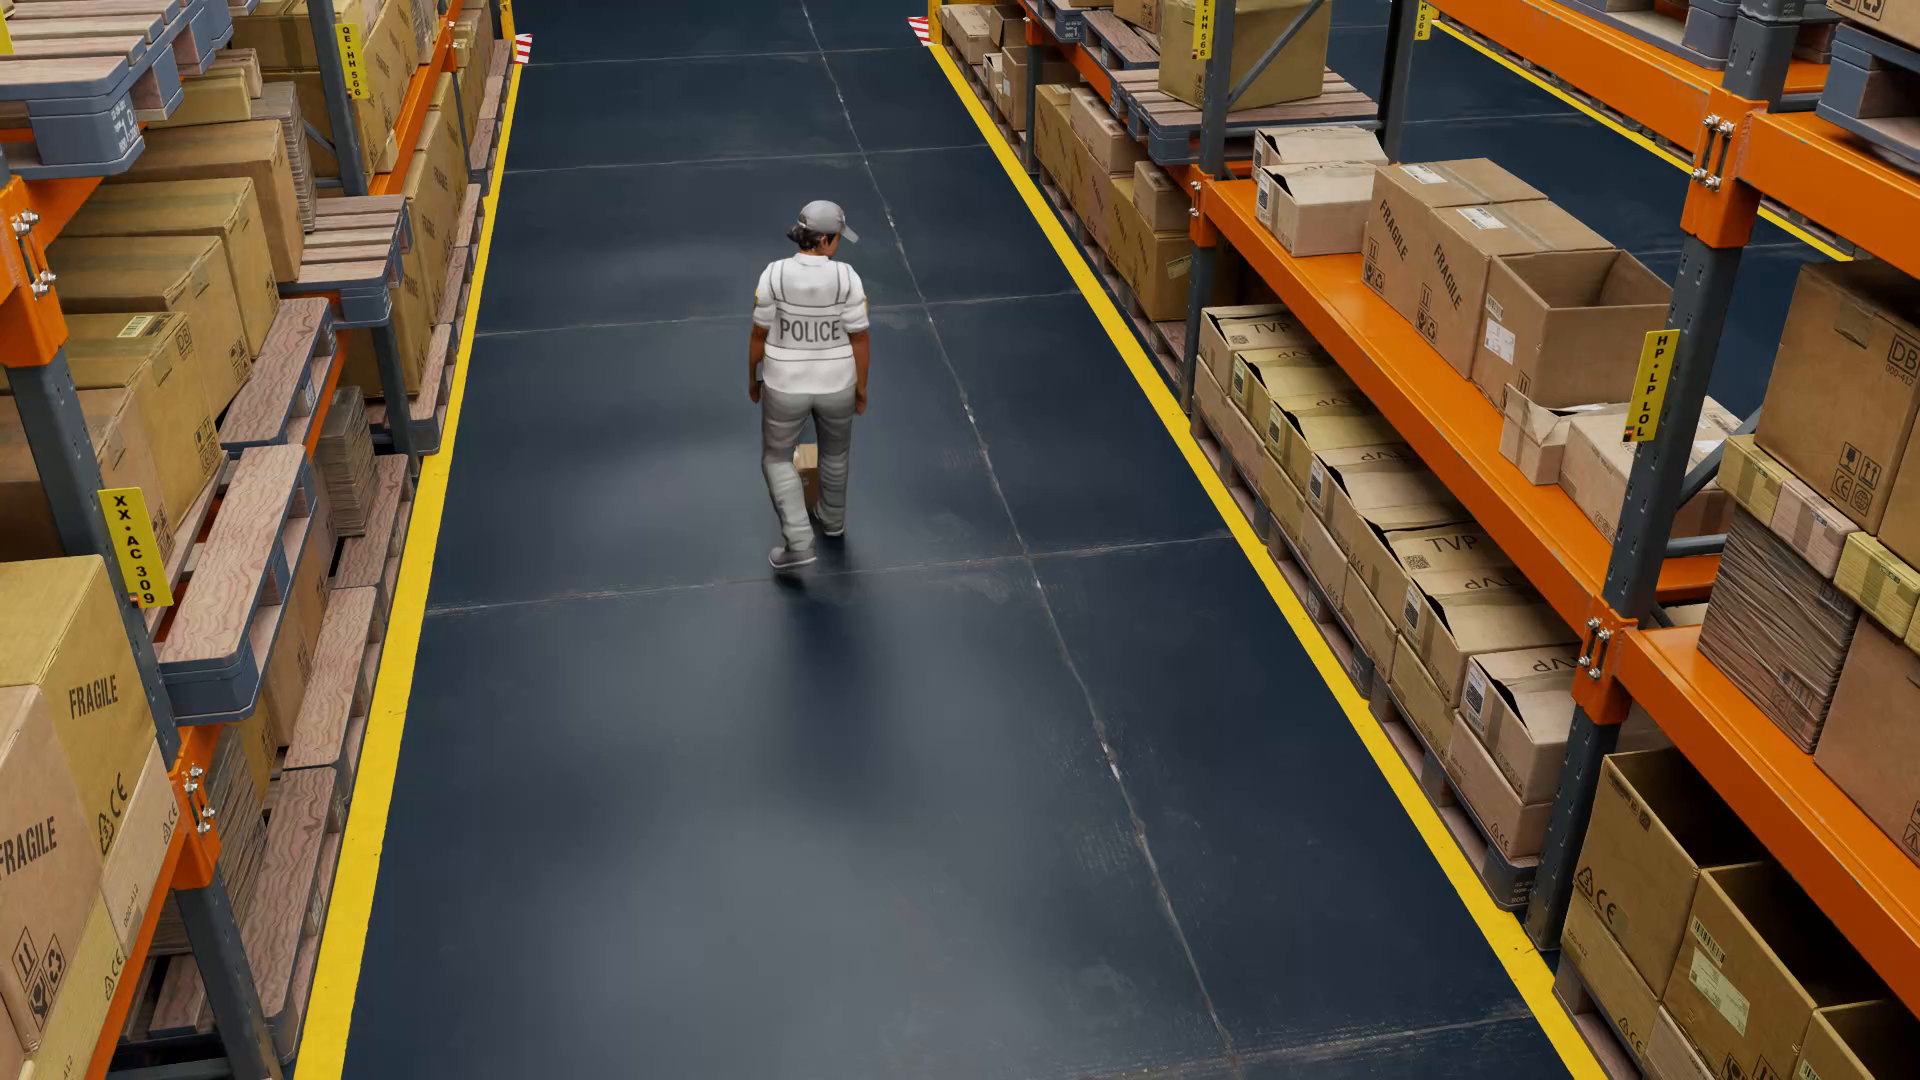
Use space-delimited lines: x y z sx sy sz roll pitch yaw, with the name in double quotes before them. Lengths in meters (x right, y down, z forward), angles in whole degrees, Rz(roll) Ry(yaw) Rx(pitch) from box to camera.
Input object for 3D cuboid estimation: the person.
"person" -0.653 -0.672 7.239 0.509 1.646 0.722 -8 32 -13
